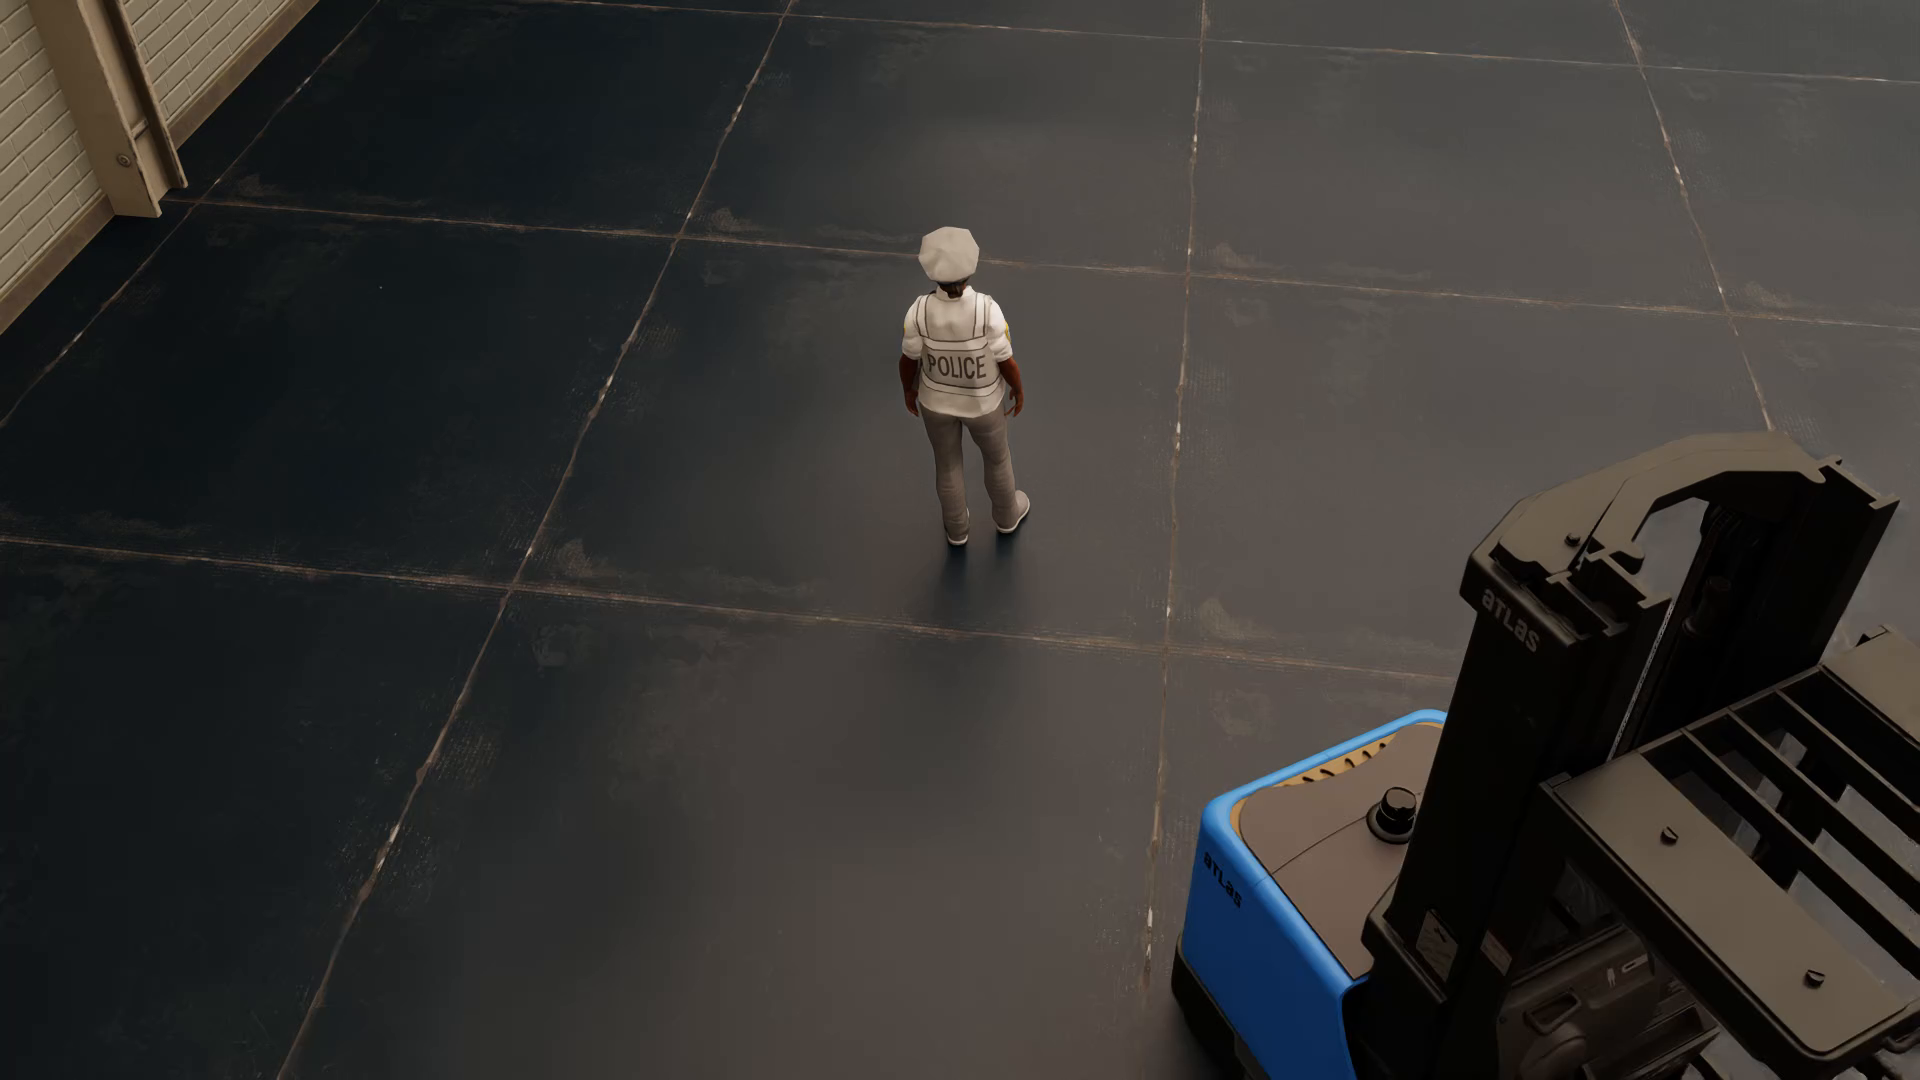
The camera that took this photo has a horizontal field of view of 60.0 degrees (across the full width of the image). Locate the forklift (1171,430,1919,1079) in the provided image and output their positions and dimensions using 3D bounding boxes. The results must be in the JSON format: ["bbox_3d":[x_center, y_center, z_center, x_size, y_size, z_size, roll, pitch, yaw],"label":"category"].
[{"bbox_3d":[1.885,1.305,4.303,1.130,2.935,3.031,-19,46,-20],"label":"forklift"}]

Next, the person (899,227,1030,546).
[{"bbox_3d":[0.030,-0.677,7.365,0.569,1.694,0.530,5,43,6],"label":"person"}]
